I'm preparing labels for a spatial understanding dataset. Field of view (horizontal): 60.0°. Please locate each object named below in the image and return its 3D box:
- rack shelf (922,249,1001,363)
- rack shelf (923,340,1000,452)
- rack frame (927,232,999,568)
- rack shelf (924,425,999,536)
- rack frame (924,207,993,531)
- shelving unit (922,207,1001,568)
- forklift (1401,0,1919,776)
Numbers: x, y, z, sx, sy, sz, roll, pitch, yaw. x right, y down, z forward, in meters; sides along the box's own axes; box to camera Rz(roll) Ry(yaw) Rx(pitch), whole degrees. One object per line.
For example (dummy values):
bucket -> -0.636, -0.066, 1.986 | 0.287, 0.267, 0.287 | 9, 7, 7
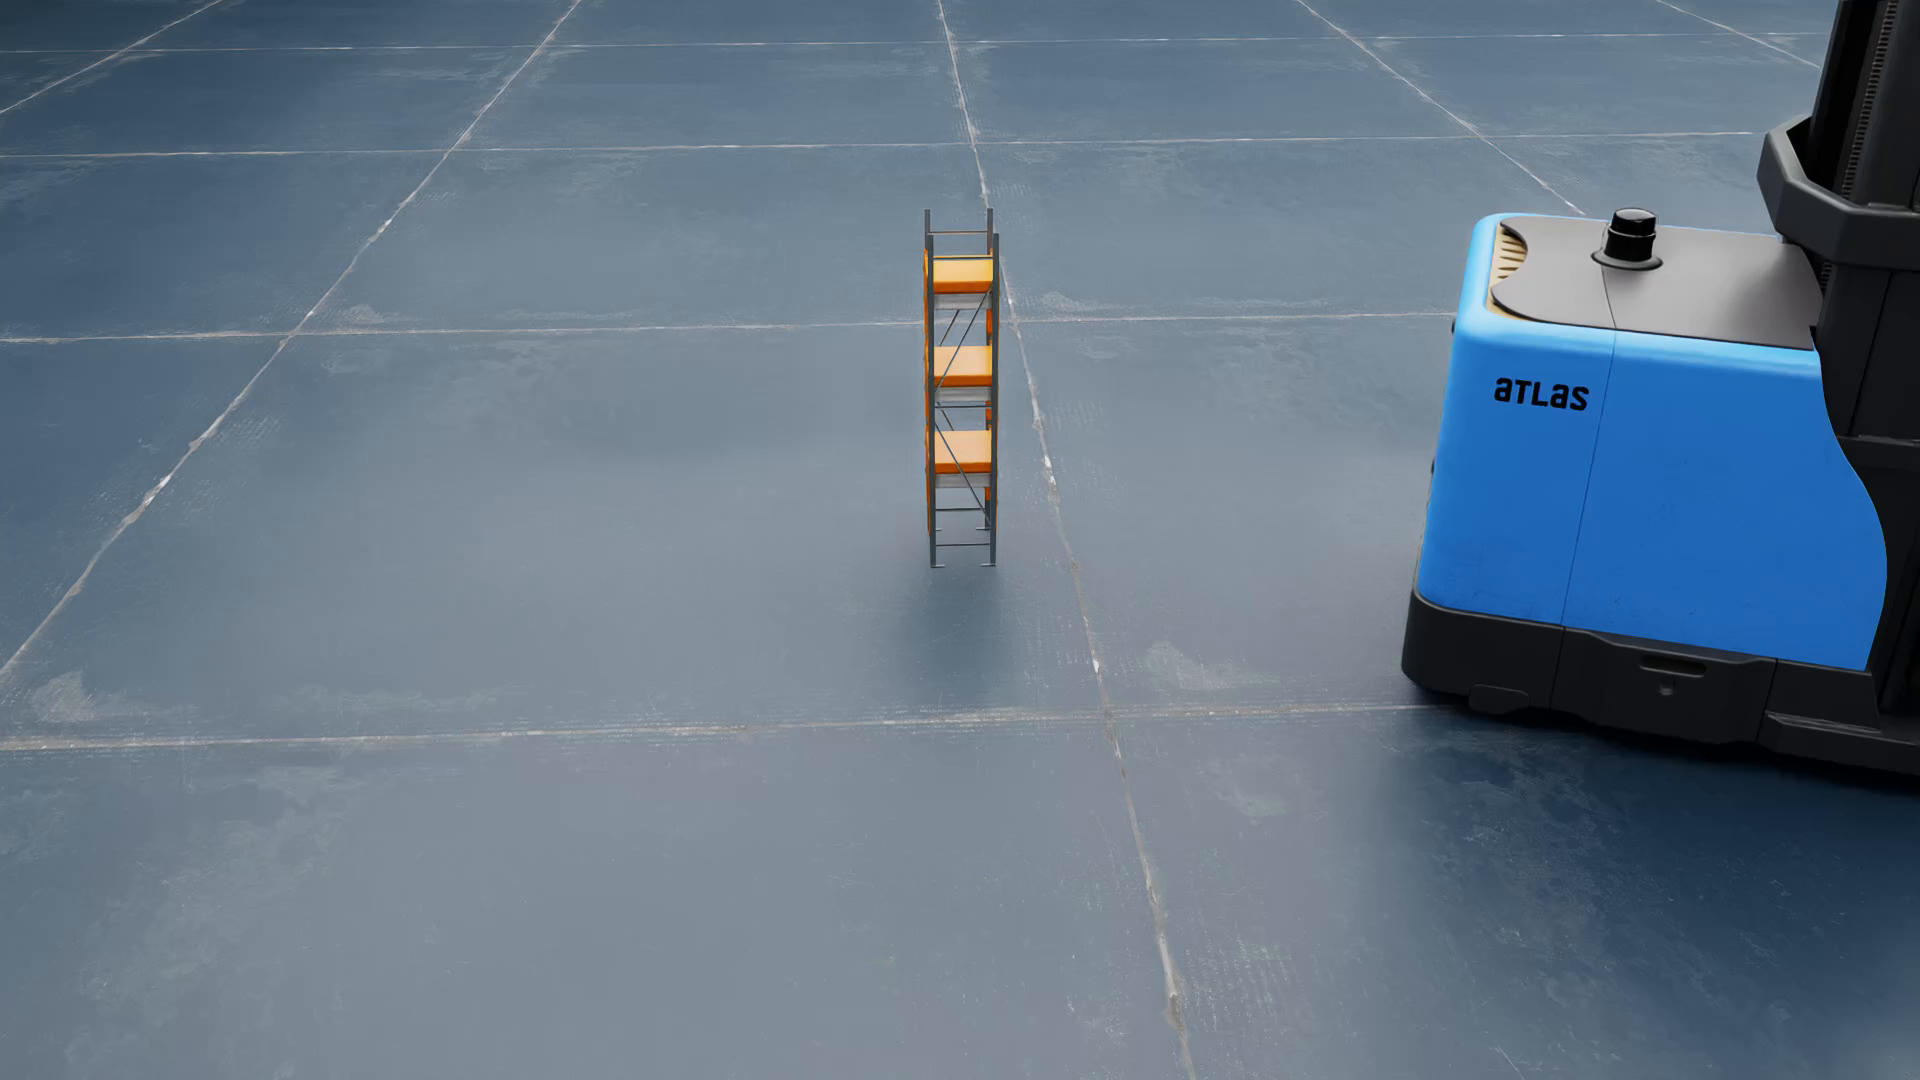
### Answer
rack shelf -> 0.003, -0.683, 4.834 | 0.215, 0.259, 0.240 | -1, 28, -3
rack shelf -> 0.003, -0.431, 4.965 | 0.215, 0.259, 0.240 | -1, 28, -3
rack frame -> 0.009, -0.384, 4.852 | 0.200, 1.050, 0.008 | -1, 28, -3
rack shelf -> 0.003, -0.185, 5.093 | 0.215, 0.259, 0.240 | -1, 28, -3
rack frame -> -0.004, -0.497, 5.068 | 0.200, 1.050, 0.008 | -1, 28, -3
shelving unit -> 0.003, -0.441, 4.960 | 0.215, 1.050, 0.252 | -1, 28, -3
forklift -> 2.752, -0.868, 3.745 | 3.031, 2.935, 1.130 | 9, 29, 16
